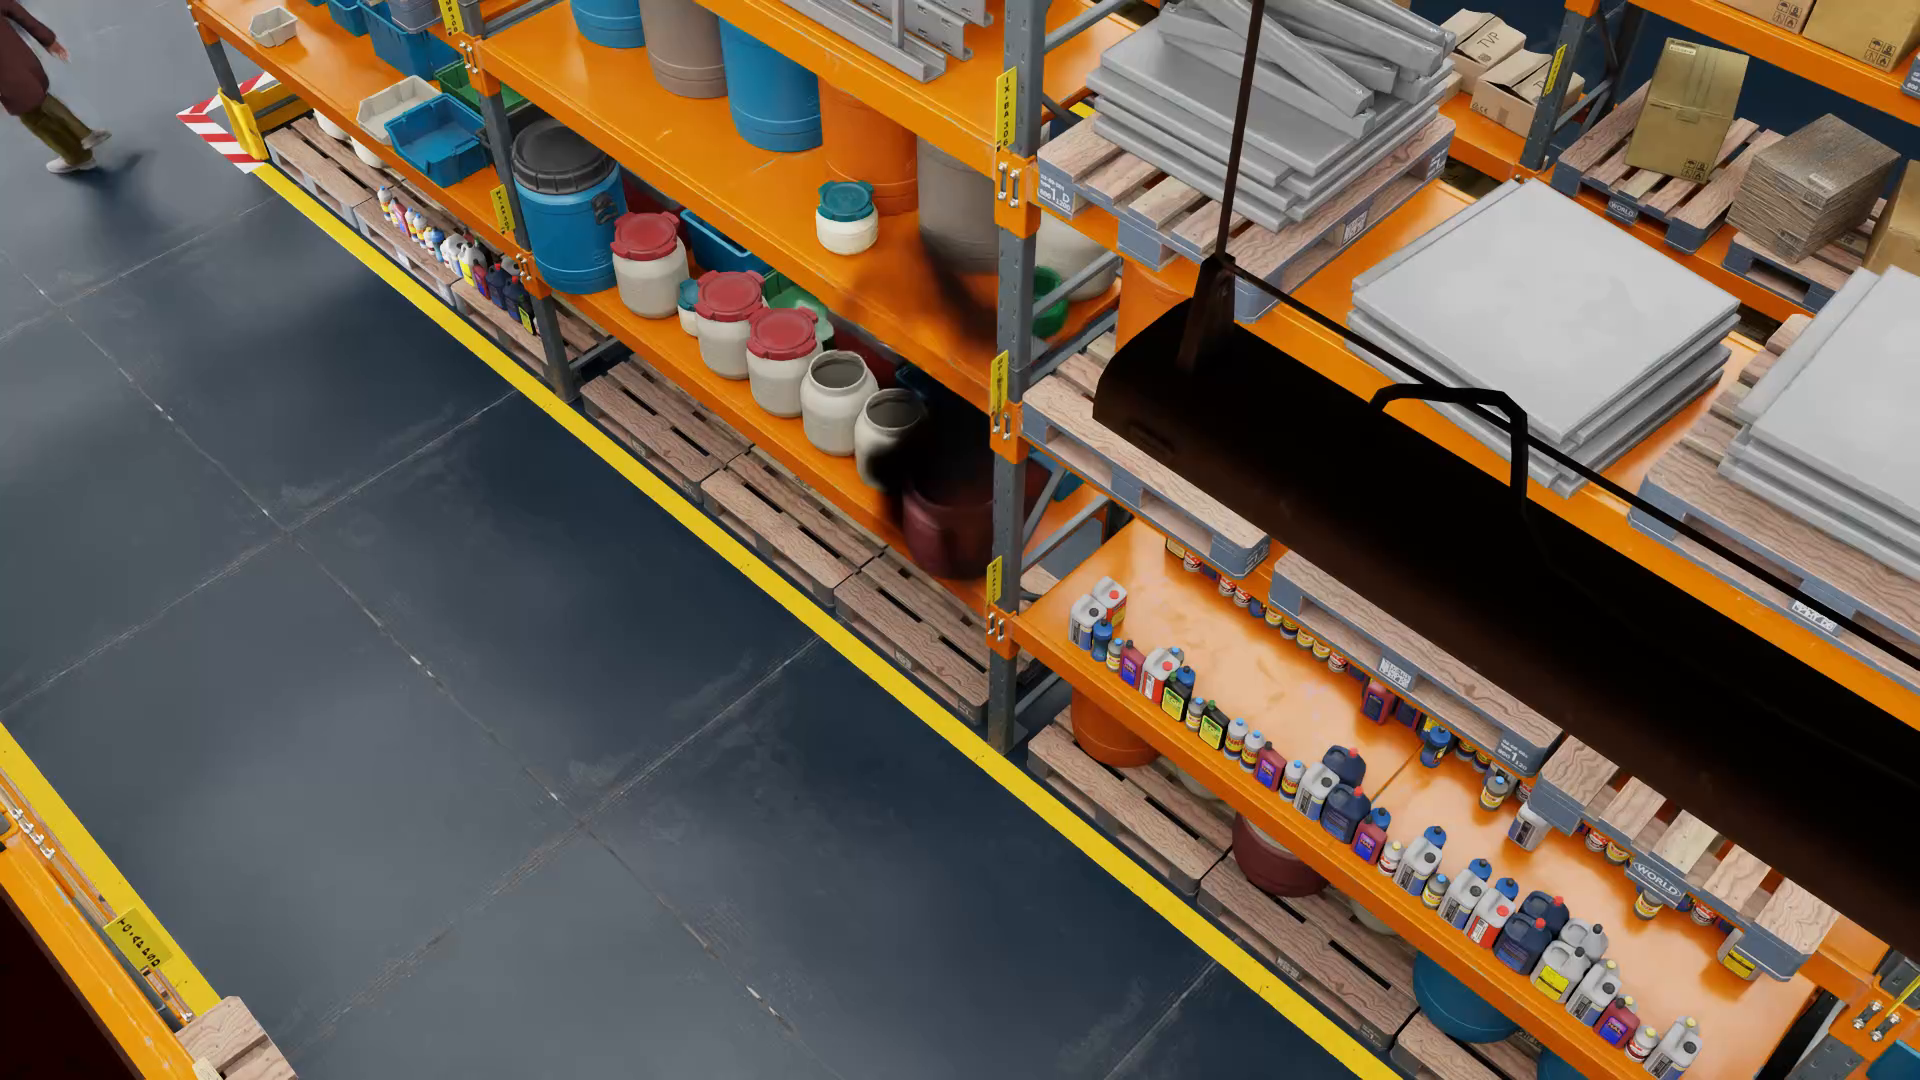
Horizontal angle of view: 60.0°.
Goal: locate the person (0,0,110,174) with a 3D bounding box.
[{"bbox_3d":[-6.867,-3.413,12.123,0.560,1.743,0.744,11,51,9],"label":"person"}]
